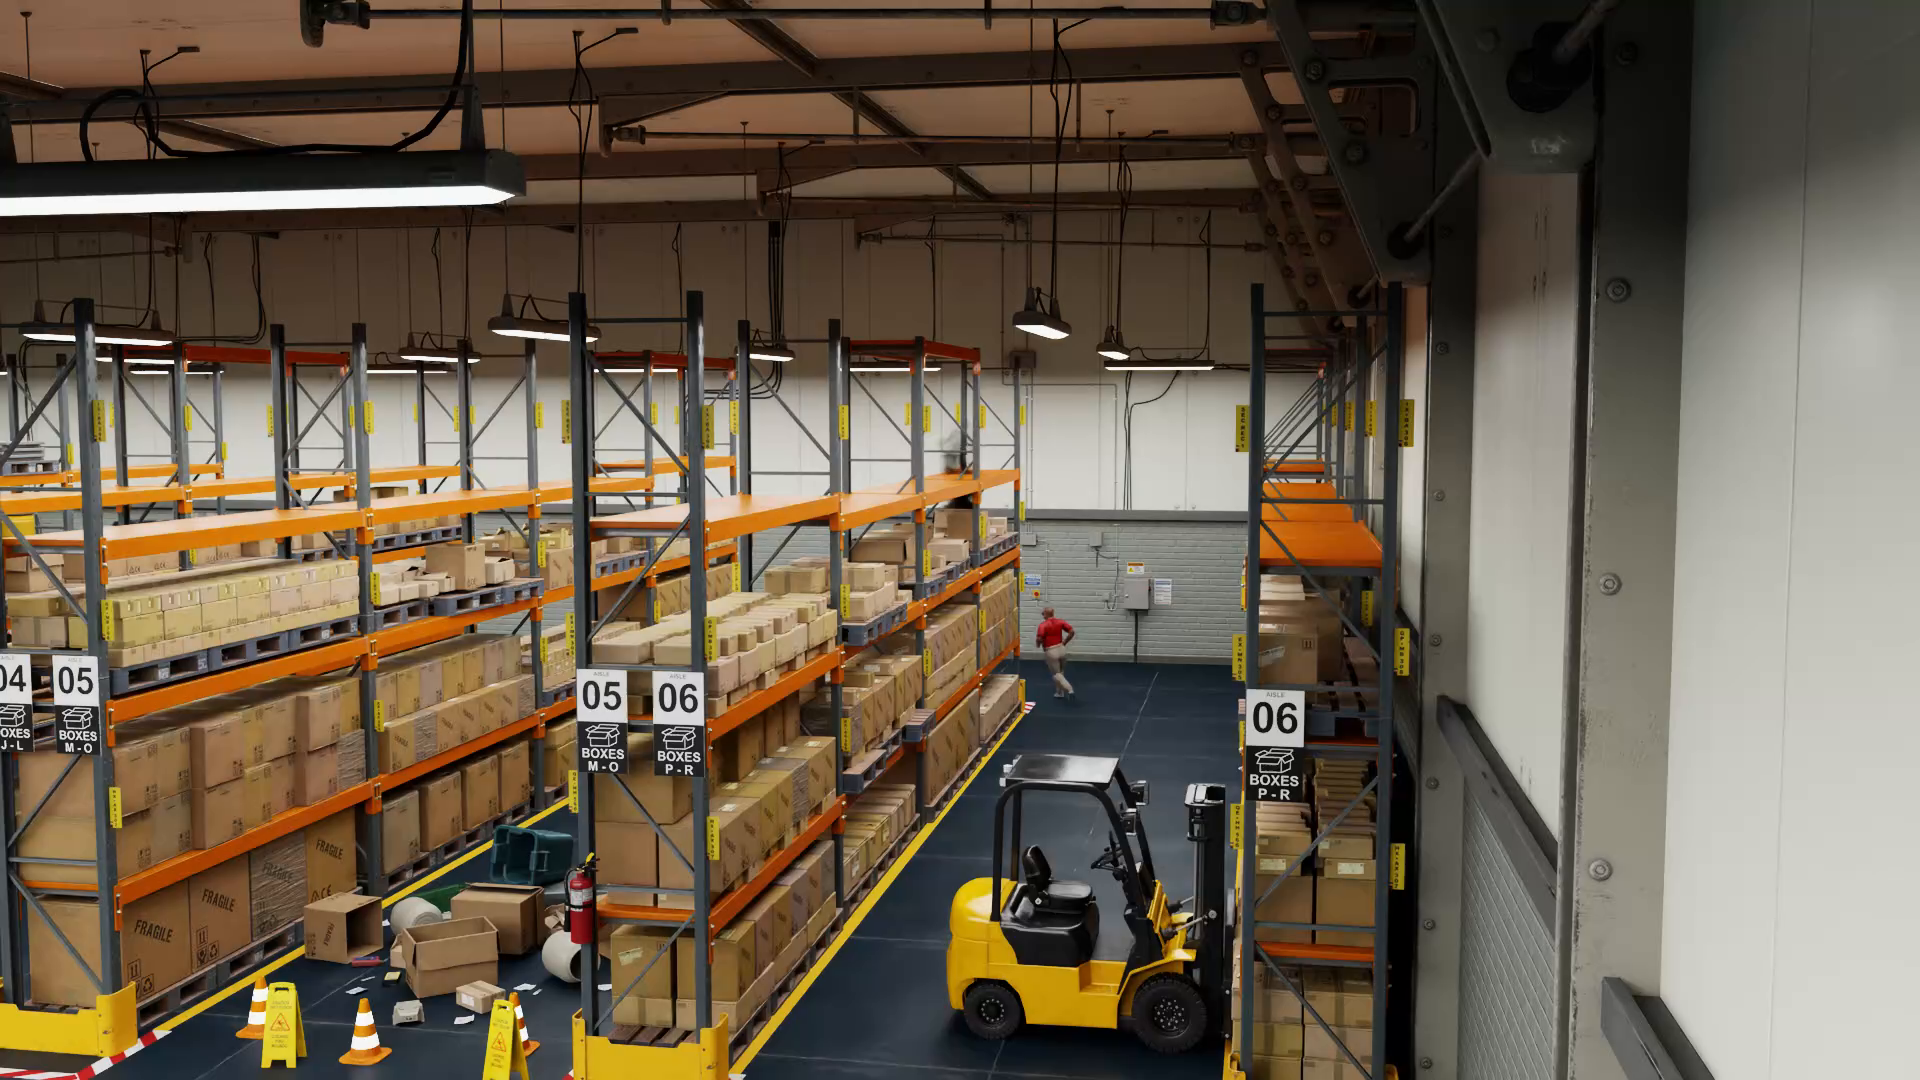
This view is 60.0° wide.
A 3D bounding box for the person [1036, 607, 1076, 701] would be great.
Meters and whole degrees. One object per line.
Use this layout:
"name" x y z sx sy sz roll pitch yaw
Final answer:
"person" 1.632 2.004 29.054 0.739 1.685 0.856 -3 5 -30
